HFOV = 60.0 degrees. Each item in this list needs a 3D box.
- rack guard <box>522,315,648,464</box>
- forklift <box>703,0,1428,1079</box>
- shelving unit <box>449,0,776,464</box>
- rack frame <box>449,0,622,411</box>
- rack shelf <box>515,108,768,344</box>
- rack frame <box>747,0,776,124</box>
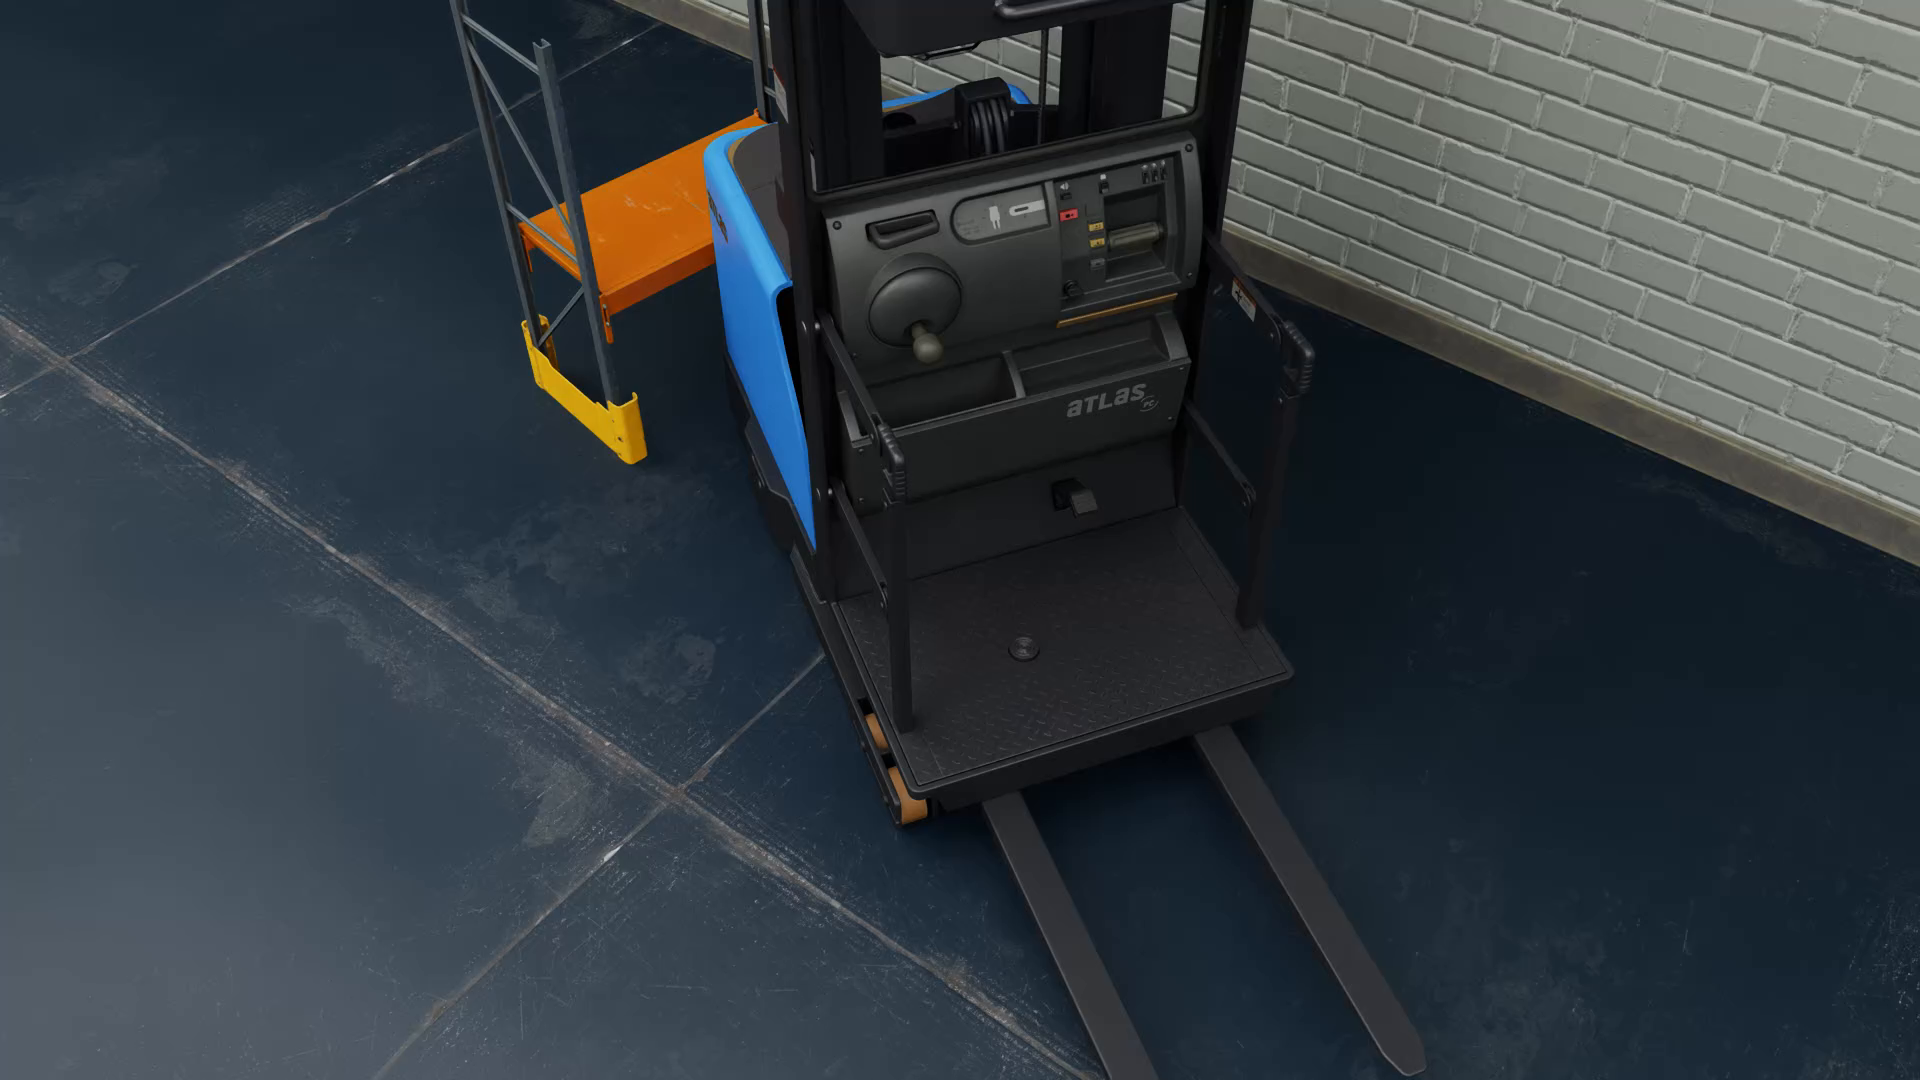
[{"bbox_3d":[-1.256,-0.507,5.561,0.087,0.250,0.587,-34,55,-28],"label":"rack guard"},{"bbox_3d":[0.220,-0.591,3.788,1.130,2.935,3.031,-15,48,-14],"label":"forklift"},{"bbox_3d":[-0.889,-1.182,5.342,1.083,1.500,0.587,-34,55,-28],"label":"shelving unit"},{"bbox_3d":[-1.271,-0.929,5.100,0.032,1.500,0.500,-34,55,-28],"label":"rack frame"},{"bbox_3d":[-0.896,-1.053,5.467,1.000,0.185,0.538,-34,55,-28],"label":"rack shelf"},{"bbox_3d":[-0.521,-1.426,5.574,0.032,1.500,0.500,-34,55,-28],"label":"rack frame"}]
